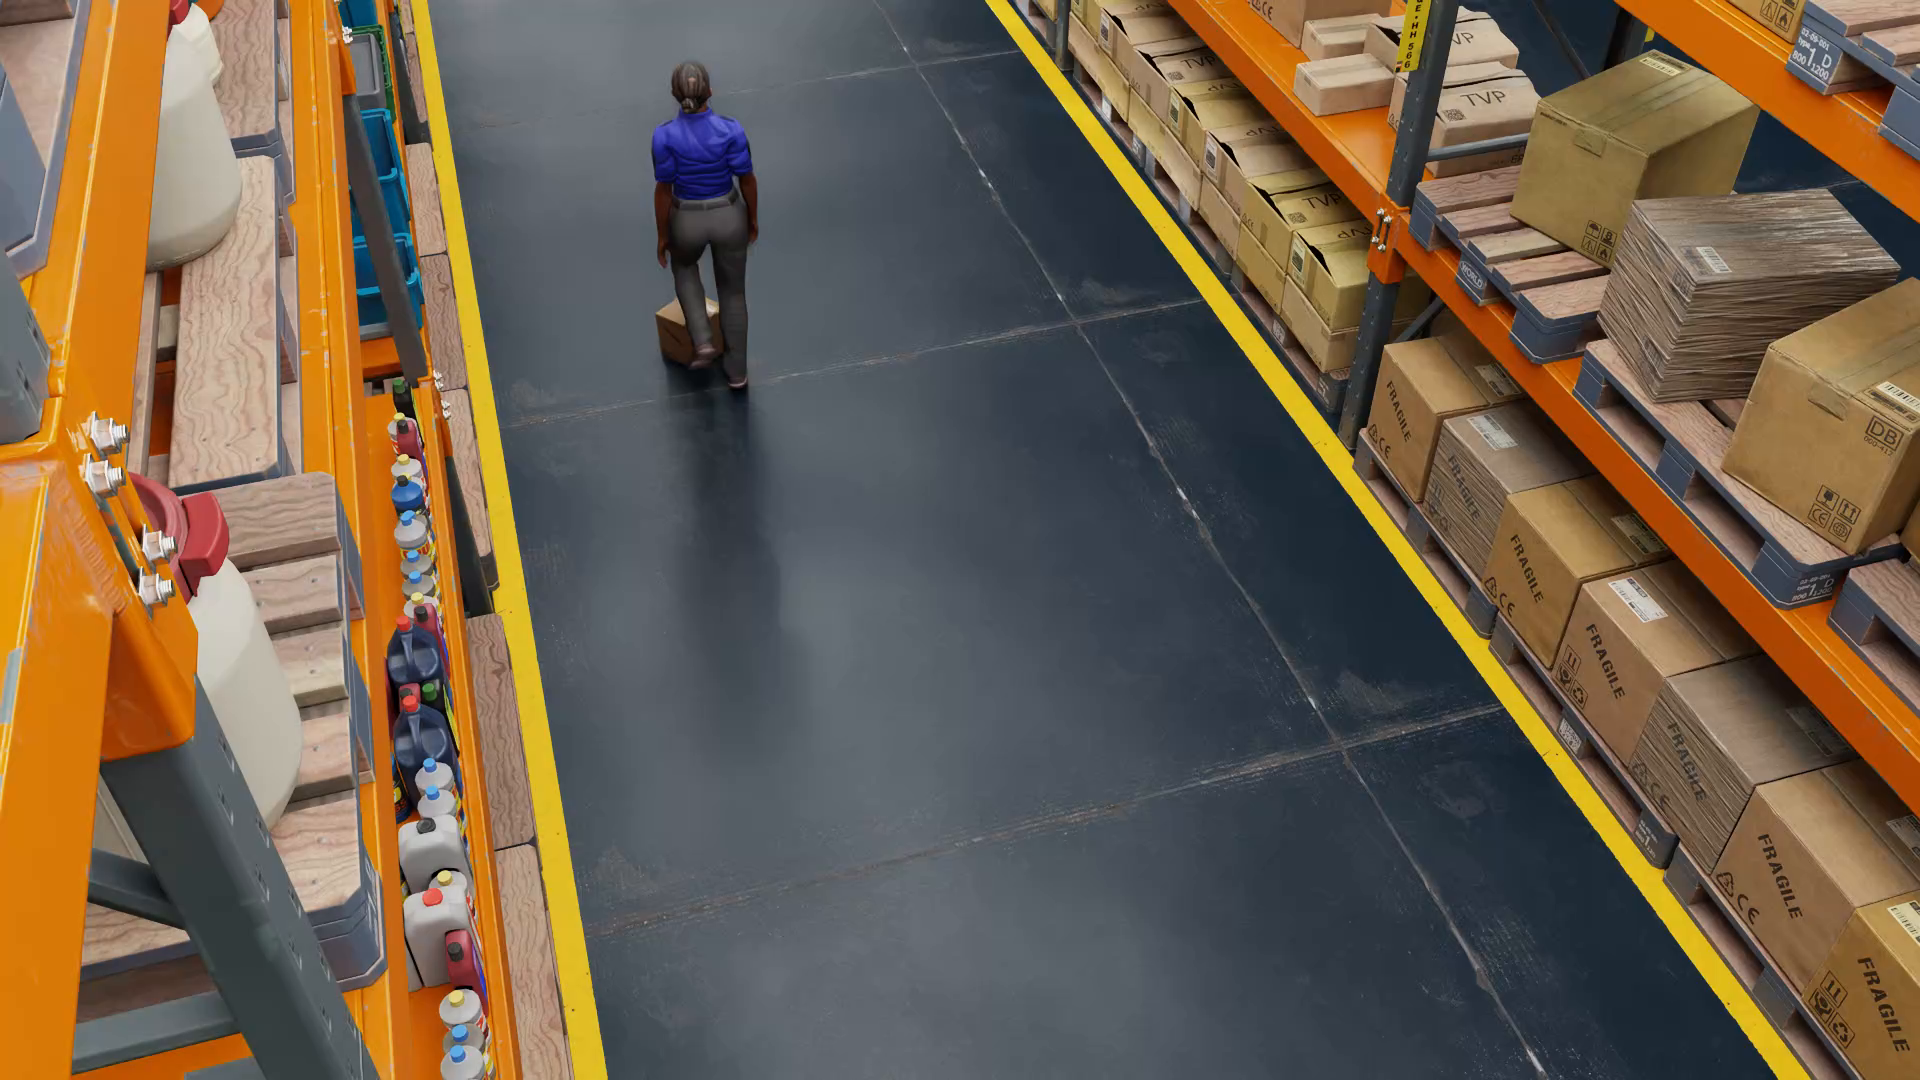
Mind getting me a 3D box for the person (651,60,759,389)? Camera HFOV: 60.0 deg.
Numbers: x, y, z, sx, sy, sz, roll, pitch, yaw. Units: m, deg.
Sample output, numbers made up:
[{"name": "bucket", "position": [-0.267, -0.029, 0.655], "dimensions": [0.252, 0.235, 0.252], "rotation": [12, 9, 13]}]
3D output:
[{"name": "person", "position": [-1.175, -1.468, 7.752], "dimensions": [0.486, 1.685, 0.469], "rotation": [-5, 43, -5]}]
